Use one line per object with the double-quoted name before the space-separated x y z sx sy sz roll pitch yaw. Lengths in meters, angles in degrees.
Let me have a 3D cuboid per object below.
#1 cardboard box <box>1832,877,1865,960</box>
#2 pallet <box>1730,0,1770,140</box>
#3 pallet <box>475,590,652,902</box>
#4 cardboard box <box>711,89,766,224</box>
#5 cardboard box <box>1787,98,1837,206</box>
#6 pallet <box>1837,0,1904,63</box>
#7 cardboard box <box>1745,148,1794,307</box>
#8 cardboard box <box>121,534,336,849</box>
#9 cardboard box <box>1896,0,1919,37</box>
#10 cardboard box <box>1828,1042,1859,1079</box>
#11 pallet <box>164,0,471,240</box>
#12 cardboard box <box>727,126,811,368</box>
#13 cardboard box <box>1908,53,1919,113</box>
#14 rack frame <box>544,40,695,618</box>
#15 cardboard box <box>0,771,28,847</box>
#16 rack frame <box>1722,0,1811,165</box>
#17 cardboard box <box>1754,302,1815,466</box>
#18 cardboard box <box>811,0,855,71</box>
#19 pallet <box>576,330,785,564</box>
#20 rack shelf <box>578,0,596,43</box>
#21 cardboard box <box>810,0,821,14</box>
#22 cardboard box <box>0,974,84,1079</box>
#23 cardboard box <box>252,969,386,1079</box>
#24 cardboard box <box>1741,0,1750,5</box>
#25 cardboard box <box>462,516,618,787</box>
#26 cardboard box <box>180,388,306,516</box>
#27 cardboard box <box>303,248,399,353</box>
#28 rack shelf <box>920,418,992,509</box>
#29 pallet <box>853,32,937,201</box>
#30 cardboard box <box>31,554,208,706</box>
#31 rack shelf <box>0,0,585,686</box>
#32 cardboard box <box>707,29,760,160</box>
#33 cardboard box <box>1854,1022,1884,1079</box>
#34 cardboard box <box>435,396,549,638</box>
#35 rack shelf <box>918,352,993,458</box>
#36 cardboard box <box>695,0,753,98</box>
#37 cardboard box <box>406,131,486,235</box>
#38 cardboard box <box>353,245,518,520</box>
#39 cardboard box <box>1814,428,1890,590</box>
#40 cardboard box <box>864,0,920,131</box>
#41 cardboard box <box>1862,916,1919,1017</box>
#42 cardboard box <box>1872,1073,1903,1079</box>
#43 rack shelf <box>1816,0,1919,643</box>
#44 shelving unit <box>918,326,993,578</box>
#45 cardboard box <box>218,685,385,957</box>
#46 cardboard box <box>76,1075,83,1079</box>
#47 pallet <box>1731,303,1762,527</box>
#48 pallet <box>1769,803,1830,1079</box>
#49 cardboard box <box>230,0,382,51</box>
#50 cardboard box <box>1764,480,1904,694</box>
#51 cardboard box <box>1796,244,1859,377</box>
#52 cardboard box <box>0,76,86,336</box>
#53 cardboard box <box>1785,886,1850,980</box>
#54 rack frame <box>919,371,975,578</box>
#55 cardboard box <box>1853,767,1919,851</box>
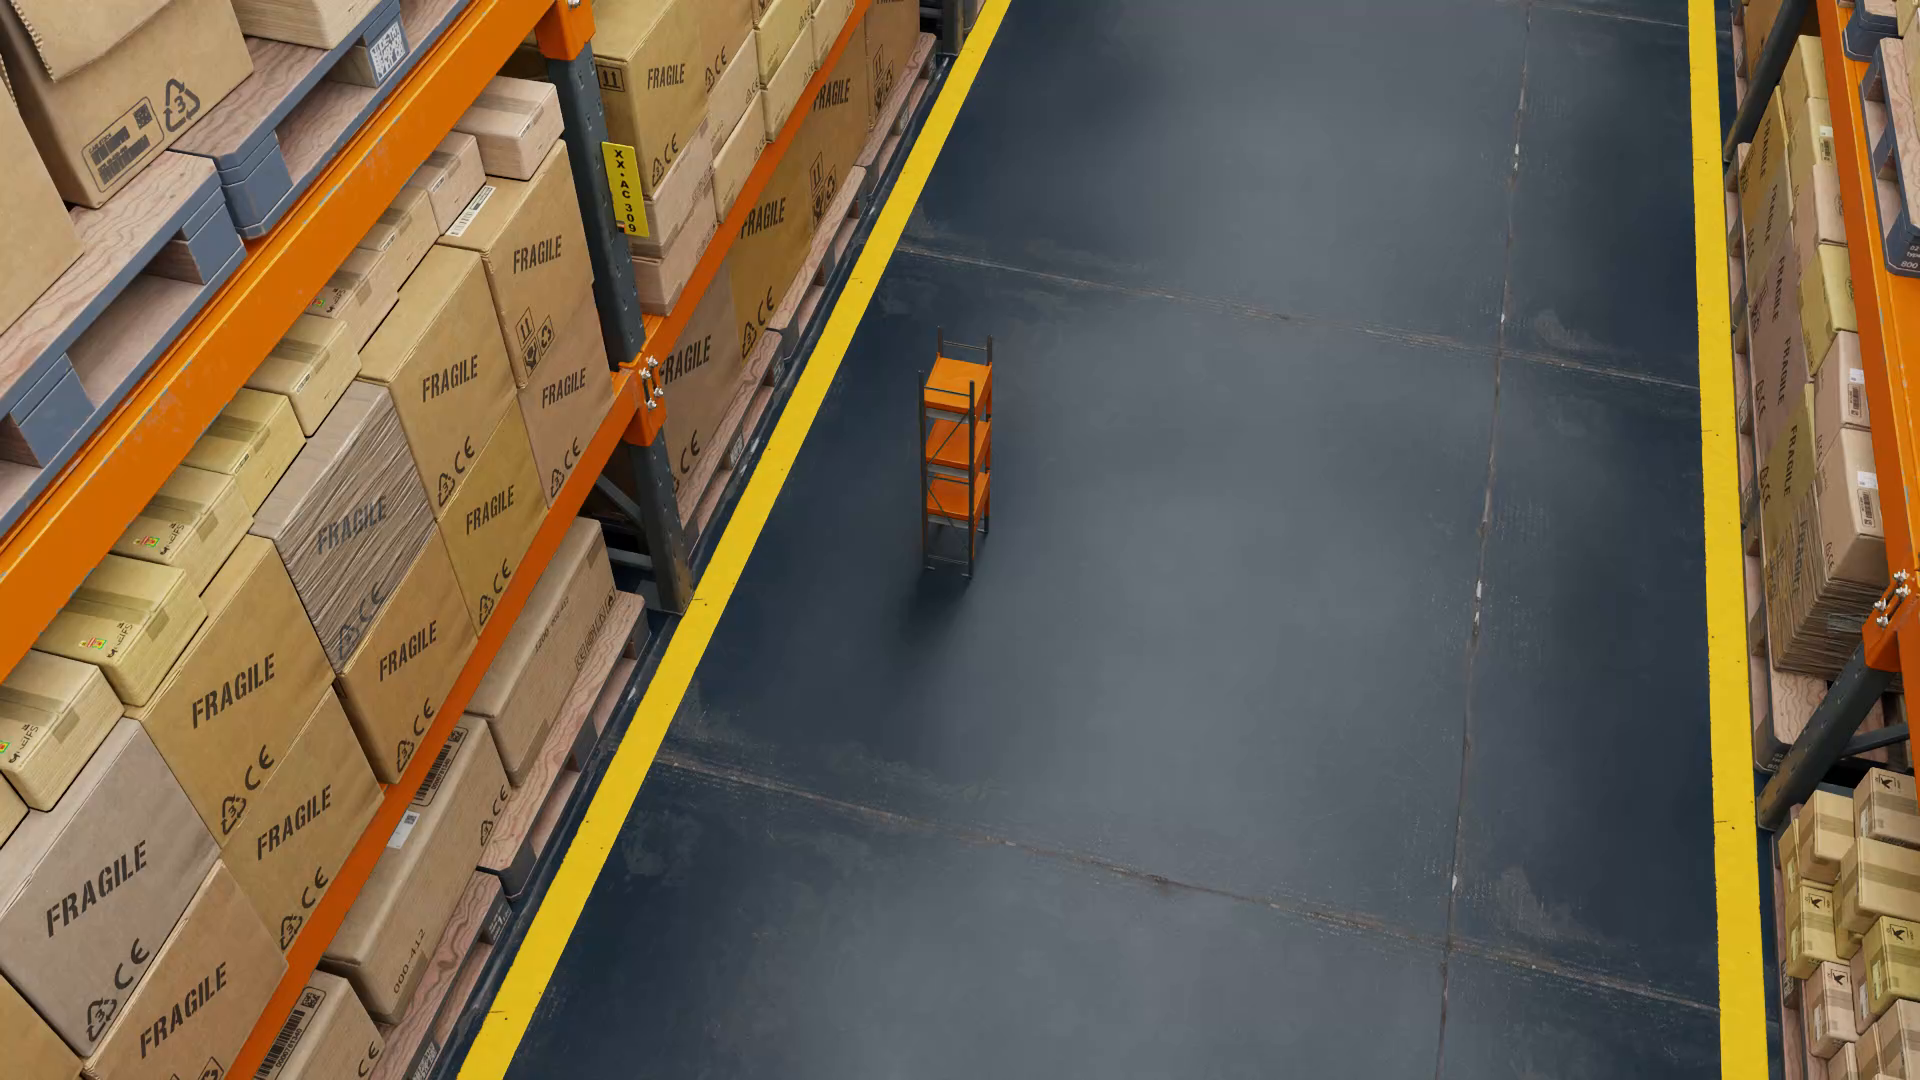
"cardboard box" 2.886 1.172 5.056 0.380 0.149 0.250 12 50 10
"pallet" 4.603 -2.459 8.699 1.003 0.211 1.213 12 50 10
"pallet" -1.807 0.620 5.981 1.003 0.211 1.213 12 50 10
"cardboard box" -1.027 -1.428 6.029 0.500 0.250 0.500 10 49 9
"cardboard box" 3.775 -1.569 6.940 0.500 0.250 0.500 11 49 10
"pallet" 4.238 -2.227 6.761 1.213 0.211 1.003 12 50 10
"cardboard box" 3.762 -1.313 7.214 0.500 0.500 0.500 12 50 10
"cardboard box" -1.796 0.291 3.678 0.500 0.500 0.500 12 50 10
"cardboard box" 3.800 -2.014 6.333 0.380 0.149 0.250 14 50 12
"cardboard box" 2.761 1.647 4.836 0.380 0.149 0.250 11 49 9
"pallet" -1.757 -1.211 3.795 1.003 0.211 1.213 12 50 10
"cardboard box" -1.216 -1.392 7.034 0.875 0.875 0.875 13 50 11
"cardboard box" 3.664 -1.639 6.002 0.380 0.149 0.250 12 50 11
"rack frame" -1.532 -0.837 5.407 1.000 3.000 0.127 12 50 10
"cardboard box" -1.975 0.512 3.050 0.380 0.149 0.250 12 50 10
"rack frame" 4.323 -2.827 7.163 1.000 3.000 0.127 12 50 10
"cardboard box" 3.497 -0.571 6.560 0.500 0.500 0.500 11 49 9
"cardboard box" -0.736 -2.156 6.671 0.500 0.250 0.500 11 49 9
"pallet" -1.401 -0.487 6.958 1.003 0.211 1.213 12 50 10
"rack shelf" -1.005 -3.038 5.829 1.077 0.370 4.000 12 50 10
"cardboard box" -0.744 -2.324 6.486 0.500 0.250 0.500 10 49 9
"cardboard box" -2.054 1.026 3.029 0.500 0.500 0.500 10 49 9
"cardboard box" -2.275 1.604 4.681 0.875 0.438 0.875 13 50 11
"cardboard box" 4.797 -3.277 8.781 1.050 0.750 0.750 12 50 11
"cardboard box" -1.801 0.305 5.828 0.875 0.438 0.875 11 49 9
"cardboard box" -1.703 -0.218 3.694 0.380 0.149 0.250 11 49 9
"cardboard box" -1.604 -0.596 4.028 0.380 0.149 0.250 11 50 10
"rack shelf" -0.014 -0.302 6.249 0.215 0.259 0.240 12 50 10
"pallet" -0.759 -2.252 8.516 1.003 0.211 1.213 12 50 10
"cardboard box" -1.775 0.162 3.359 0.380 0.149 0.250 10 49 9
"rack shelf" -2.058 -0.145 3.275 1.077 0.370 4.000 12 50 10
"cardboard box" -1.034 -1.598 5.845 0.500 0.250 0.500 12 50 11
"cardboard box" 2.783 1.551 4.723 0.380 0.149 0.250 9 49 8
"cardboard box" -1.537 -0.111 4.699 0.500 0.500 0.500 10 49 9
"rack shelf" -0.014 -0.489 6.036 0.215 0.259 0.240 12 50 10
"cardboard box" -1.031 -1.836 5.555 0.500 0.500 0.500 11 50 10
"cardboard box" -1.480 -0.961 4.350 0.380 0.149 0.250 13 50 11
"cardboard box" -1.531 -0.440 4.323 0.500 0.500 0.500 11 49 9
"cardboard box" 3.222 -0.082 5.627 0.500 0.250 0.500 10 49 9
"cardboard box" -0.741 -2.683 8.173 0.875 0.875 0.875 11 50 10
"cardboard box" 2.831 1.263 4.778 0.380 0.149 0.250 11 49 10
"cardboard box" 2.639 1.624 4.460 0.380 0.149 0.250 13 50 11
"rack shelf" 3.797 -1.142 6.156 1.077 0.370 4.000 12 50 10
"shelving unit" -0.014 -0.309 6.241 0.215 1.050 0.252 12 50 10
"cardboard box" -1.808 0.631 4.044 0.500 0.500 0.500 13 50 11
"cardboard box" -2.075 1.361 3.400 0.500 0.500 0.500 11 49 10
"pallet" 3.793 -0.459 6.933 1.003 0.211 1.213 12 50 10
"pallet" 3.128 1.482 5.220 1.003 0.211 1.213 12 50 10
"cardboard box" -1.461 -1.202 3.549 0.380 0.149 0.250 13 50 11
"cardboard box" 3.222 0.170 5.905 0.500 0.500 0.500 11 49 9
"cardboard box" 3.496 -0.836 6.293 0.500 0.250 0.500 10 49 8
"cardboard box" -1.909 -0.570 2.757 0.500 0.500 0.500 12 50 11
"cardboard box" 2.794 1.263 5.174 0.380 0.149 0.250 13 50 11
"rack frame" -0.046 -0.220 6.163 0.200 1.050 0.008 12 50 10
"cardboard box" 2.980 0.883 5.114 0.380 0.149 0.250 13 50 12
